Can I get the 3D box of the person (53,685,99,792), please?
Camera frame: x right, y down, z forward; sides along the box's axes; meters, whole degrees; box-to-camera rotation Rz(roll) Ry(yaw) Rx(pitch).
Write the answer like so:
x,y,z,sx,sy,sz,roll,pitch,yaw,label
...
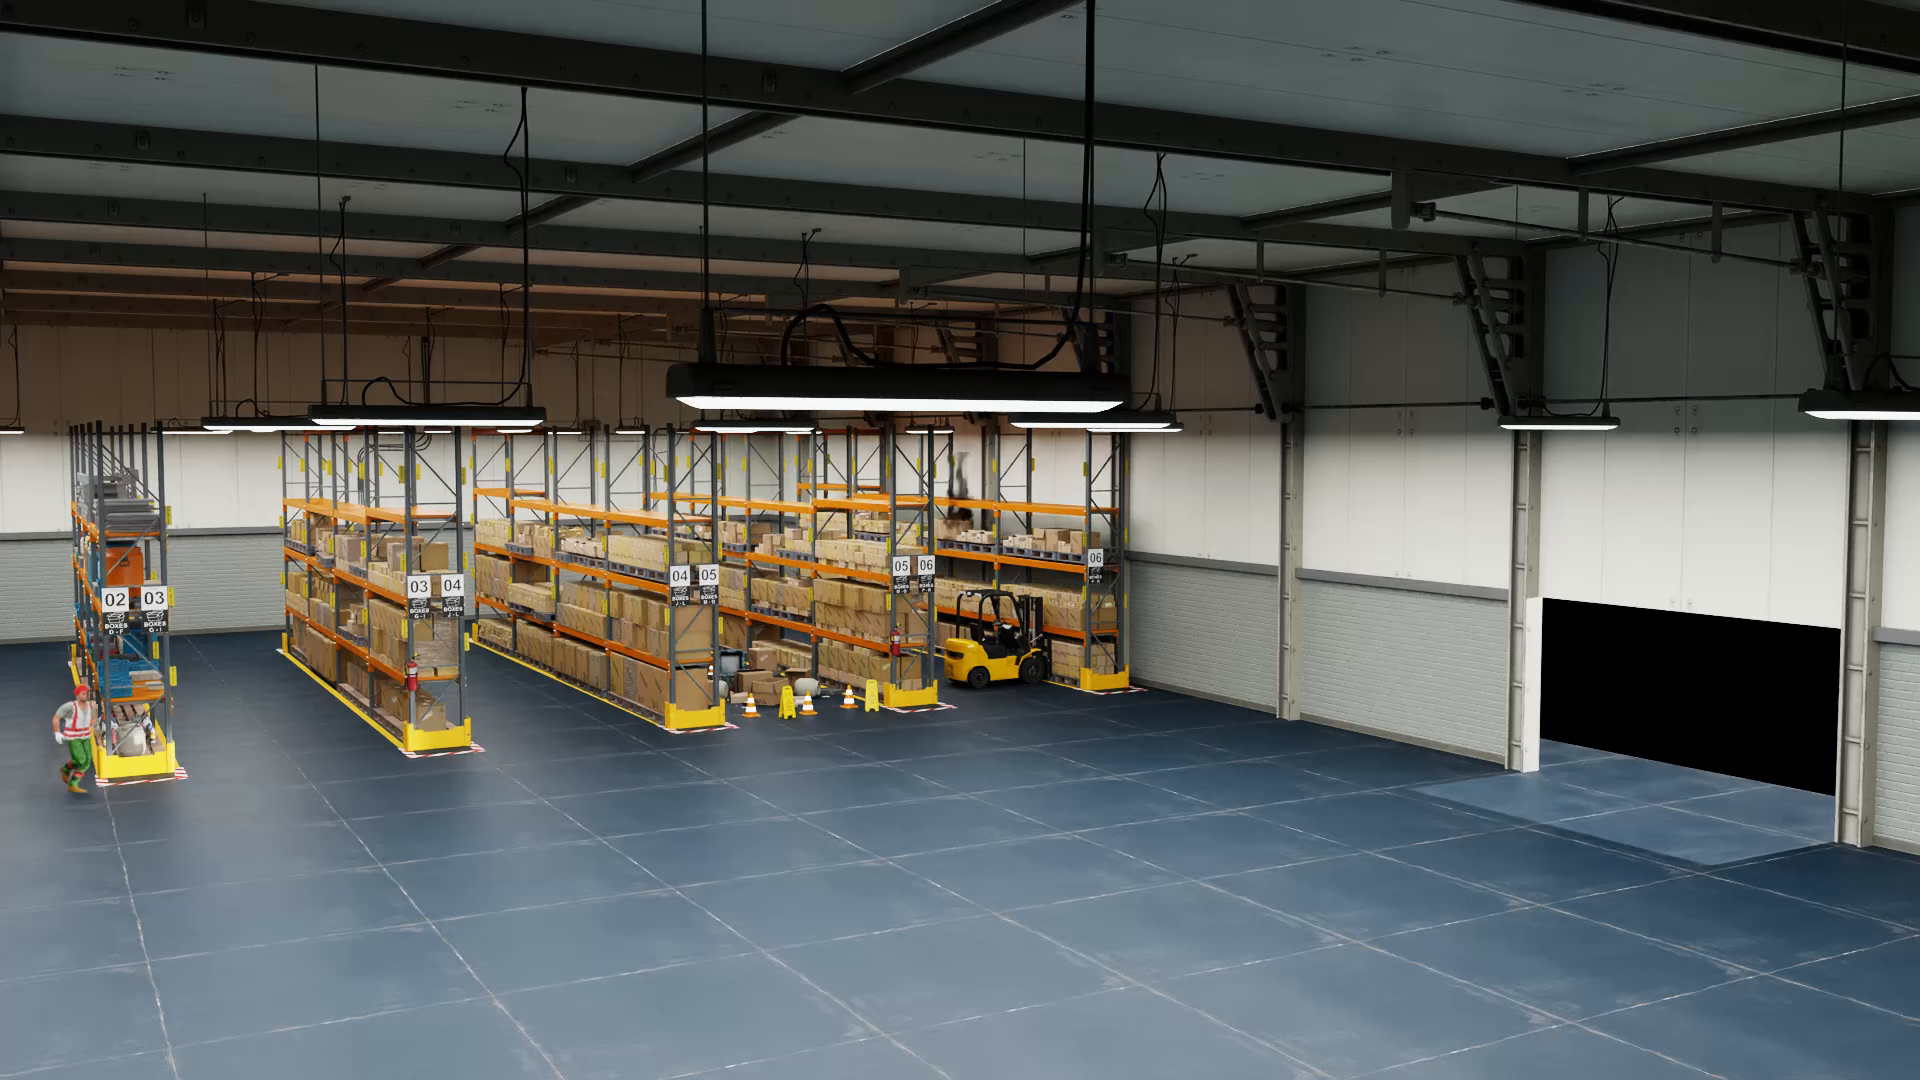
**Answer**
x,y,z,sx,sy,sz,roll,pitch,yaw,label
-14.189,3.202,26.793,0.639,1.731,0.660,2,4,25,person
